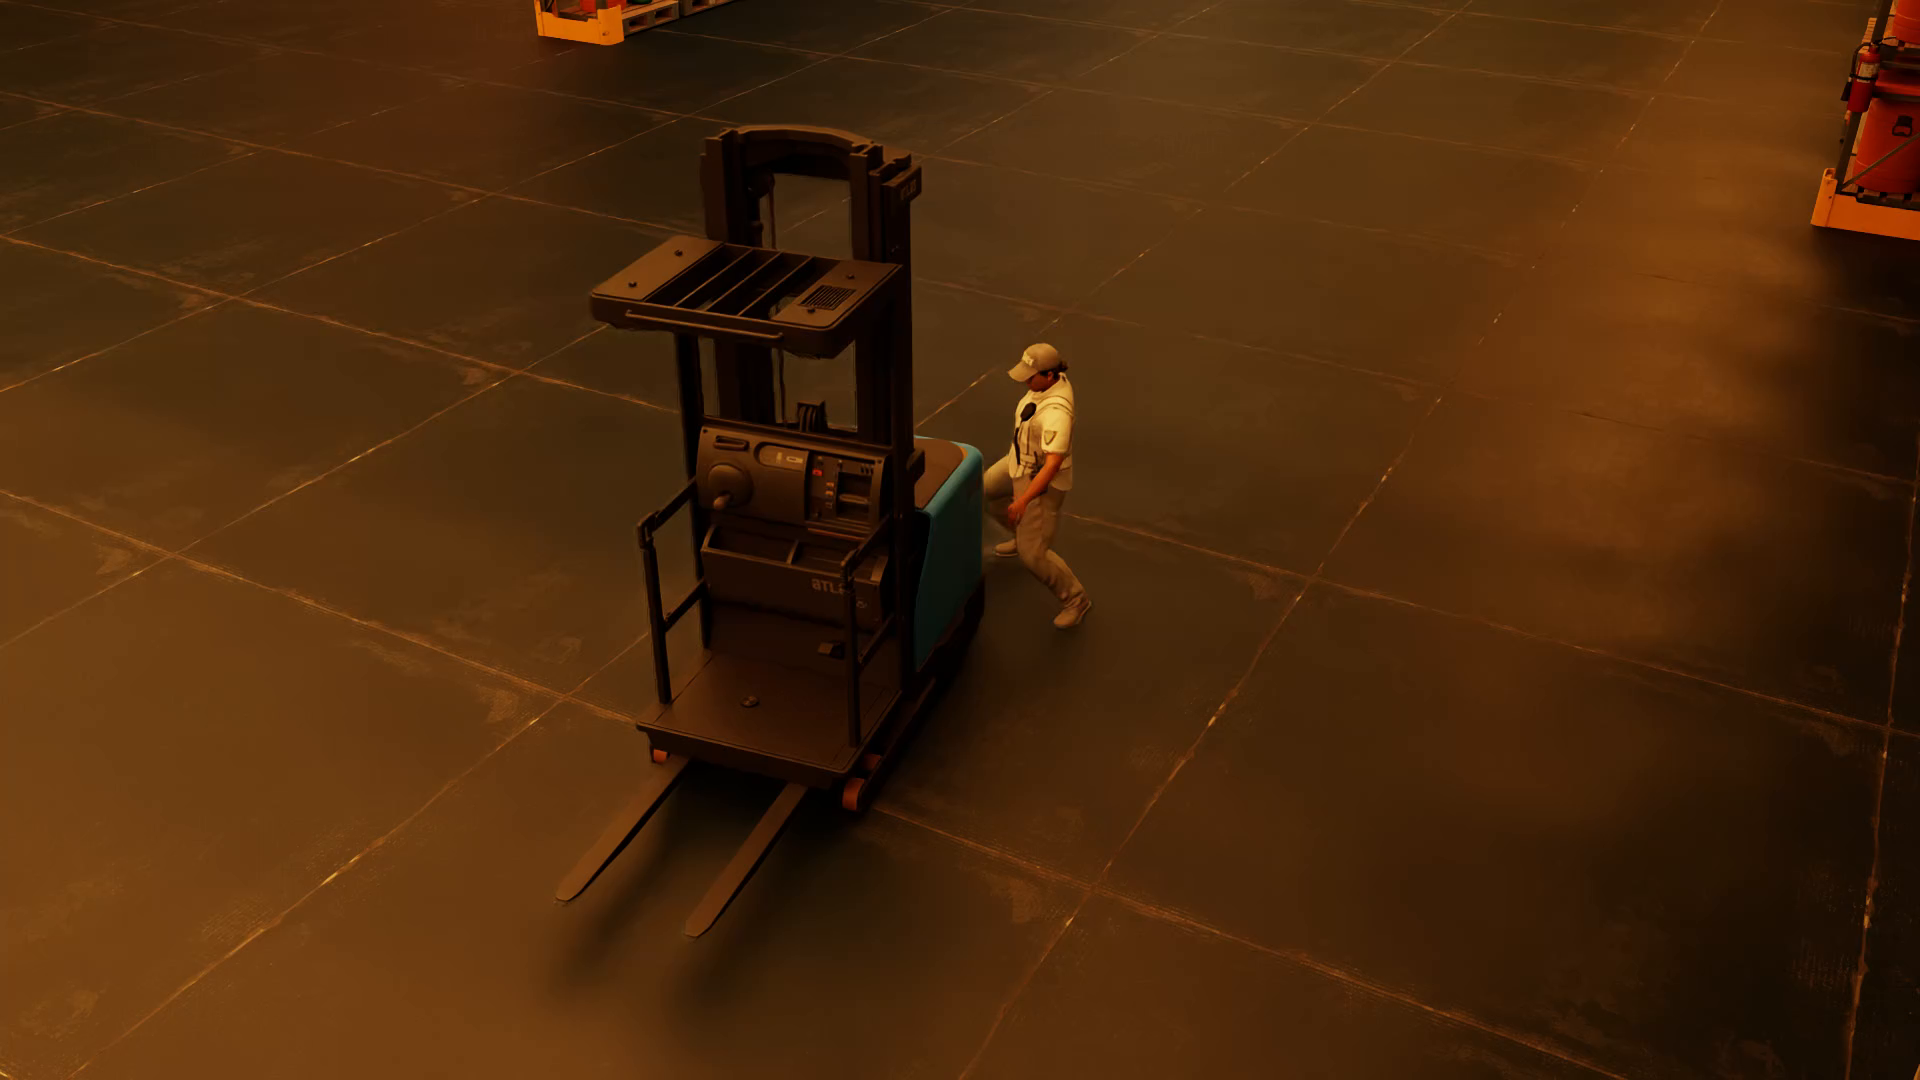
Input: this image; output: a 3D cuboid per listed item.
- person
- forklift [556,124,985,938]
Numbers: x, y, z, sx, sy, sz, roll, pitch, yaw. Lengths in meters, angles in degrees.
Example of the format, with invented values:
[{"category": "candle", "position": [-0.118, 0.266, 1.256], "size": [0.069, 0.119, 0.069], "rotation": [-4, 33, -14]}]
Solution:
[{"category": "person", "position": [0.414, -0.365, 9.120], "size": [0.626, 1.559, 0.878], "rotation": [-1, 30, -2]}, {"category": "forklift", "position": [-0.854, -0.228, 7.466], "size": [1.130, 2.935, 3.031], "rotation": [11, 32, 18]}]
